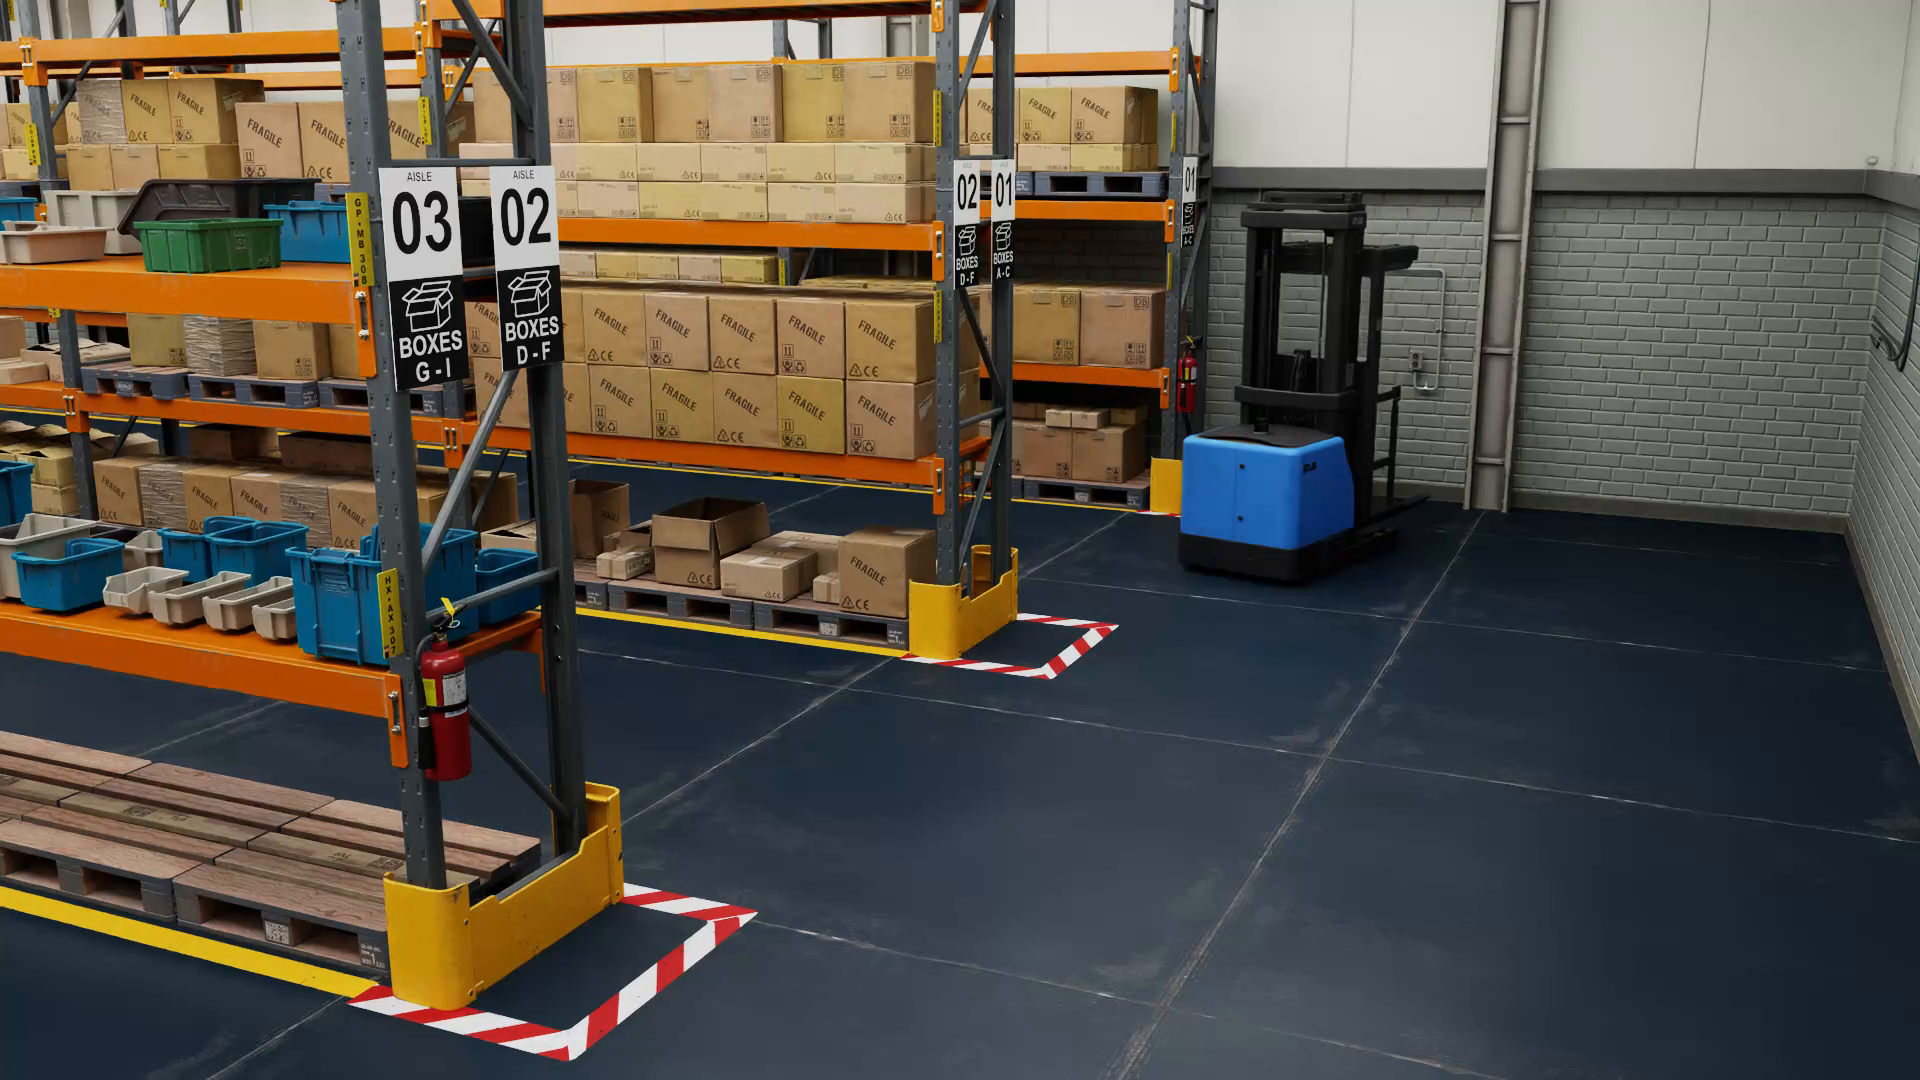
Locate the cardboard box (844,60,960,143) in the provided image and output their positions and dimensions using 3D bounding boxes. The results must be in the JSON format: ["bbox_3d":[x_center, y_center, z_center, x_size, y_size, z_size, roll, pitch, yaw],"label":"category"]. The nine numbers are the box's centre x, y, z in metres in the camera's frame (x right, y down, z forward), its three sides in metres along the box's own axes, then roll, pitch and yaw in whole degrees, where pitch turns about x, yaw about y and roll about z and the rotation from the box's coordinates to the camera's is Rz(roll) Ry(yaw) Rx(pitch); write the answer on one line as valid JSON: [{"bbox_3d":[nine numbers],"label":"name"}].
[{"bbox_3d":[-0.370,-2.838,10.809,0.500,0.500,0.700,6,14,23],"label":"cardboard box"}]

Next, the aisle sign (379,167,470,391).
[{"bbox_3d":[-1.957,-0.961,6.095,0.004,0.787,0.394,6,14,23],"label":"aisle sign"}]

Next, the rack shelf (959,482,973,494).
[{"bbox_3d":[-0.013,-0.425,14.161,0.180,0.103,0.258,6,14,23],"label":"rack shelf"}]

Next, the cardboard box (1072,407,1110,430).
[{"bbox_3d":[1.237,-1.154,15.739,0.250,0.149,0.380,6,14,23],"label":"cardboard box"}]

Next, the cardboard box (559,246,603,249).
[{"bbox_3d":[-4.214,-3.105,18.366,0.500,0.250,0.500,5,14,21],"label":"cardboard box"}]

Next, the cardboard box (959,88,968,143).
[{"bbox_3d":[-0.084,-3.993,15.689,0.500,0.500,0.500,6,14,24],"label":"cardboard box"}]

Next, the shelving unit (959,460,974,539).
[{"bbox_3d":[-0.013,-0.585,14.123,0.189,1.200,0.258,6,14,23],"label":"shelving unit"}]

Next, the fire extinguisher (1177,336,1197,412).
[{"bbox_3d":[2.060,-1.503,15.081,0.183,0.674,0.296,6,14,23],"label":"fire extinguisher"}]

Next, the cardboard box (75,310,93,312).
[{"bbox_3d":[-10.797,-2.998,20.749,0.500,0.250,0.500,6,14,24],"label":"cardboard box"}]

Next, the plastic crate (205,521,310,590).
[{"bbox_3d":[-3.200,0.075,7.603,0.300,0.233,0.416,6,14,23],"label":"plastic crate"}]

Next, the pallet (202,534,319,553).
[{"bbox_3d":[-5.430,0.010,13.752,1.213,0.211,1.003,6,14,23],"label":"pallet"}]

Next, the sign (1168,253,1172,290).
[{"bbox_3d":[1.876,-2.400,14.863,0.005,0.325,0.100,6,14,23],"label":"sign"}]

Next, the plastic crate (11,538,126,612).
[{"bbox_3d":[-3.885,0.152,7.275,0.300,0.233,0.416,6,14,23],"label":"plastic crate"}]

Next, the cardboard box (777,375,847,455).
[{"bbox_3d":[-0.890,-0.878,11.213,0.500,0.500,0.500,6,14,24],"label":"cardboard box"}]

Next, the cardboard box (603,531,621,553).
[{"bbox_3d":[-2.548,0.021,12.875,0.250,0.149,0.380,6,14,23],"label":"cardboard box"}]

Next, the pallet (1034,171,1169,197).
[{"bbox_3d":[1.426,-3.317,15.451,1.213,0.211,1.003,6,14,23],"label":"pallet"}]

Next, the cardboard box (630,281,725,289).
[{"bbox_3d":[-2.054,-1.617,12.173,0.500,0.500,0.500,6,14,24],"label":"cardboard box"}]

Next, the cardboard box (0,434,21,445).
[{"bbox_3d":[-8.725,-0.768,14.834,0.500,0.311,0.500,6,14,23],"label":"cardboard box"}]

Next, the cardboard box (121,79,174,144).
[{"bbox_3d":[-6.346,-3.445,13.397,0.500,0.500,0.500,6,14,23],"label":"cardboard box"}]

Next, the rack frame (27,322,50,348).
[{"bbox_3d":[-12.520,-3.313,21.809,0.127,3.000,1.000,6,14,23],"label":"rack frame"}]

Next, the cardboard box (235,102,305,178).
[{"bbox_3d":[-5.203,-3.115,13.041,0.600,0.600,0.600,5,14,21],"label":"cardboard box"}]

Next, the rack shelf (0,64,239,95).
[{"bbox_3d":[-10.691,-5.697,20.418,4.000,0.370,1.077,6,14,23],"label":"rack shelf"}]

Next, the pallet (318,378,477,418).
[{"bbox_3d":[-4.238,-1.171,13.101,1.213,0.211,1.003,6,14,23],"label":"pallet"}]

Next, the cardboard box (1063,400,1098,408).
[{"bbox_3d":[1.160,-1.257,16.178,0.250,0.149,0.380,6,14,23],"label":"cardboard box"}]

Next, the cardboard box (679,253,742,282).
[{"bbox_3d":[-2.542,-2.810,17.111,0.500,0.250,0.500,6,15,24],"label":"cardboard box"}]

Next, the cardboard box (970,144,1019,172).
[{"bbox_3d":[0.378,-3.581,15.573,0.500,0.250,0.500,5,14,22],"label":"cardboard box"}]

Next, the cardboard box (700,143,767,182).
[{"bbox_3d":[-1.380,-2.516,11.079,0.500,0.250,0.500,6,14,23],"label":"cardboard box"}]

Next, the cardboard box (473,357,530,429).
[{"bbox_3d":[-3.196,-1.113,12.211,0.500,0.500,0.500,6,15,25],"label":"cardboard box"}]

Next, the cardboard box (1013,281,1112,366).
[{"bbox_3d":[0.969,-2.089,15.935,0.700,0.700,0.980,6,14,23],"label":"cardboard box"}]

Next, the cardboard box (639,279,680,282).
[{"bbox_3d":[-2.999,-2.490,17.385,0.500,0.500,0.500,6,14,23],"label":"cardboard box"}]

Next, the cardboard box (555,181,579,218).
[{"bbox_3d":[-2.751,-2.412,11.728,0.500,0.250,0.500,6,14,23],"label":"cardboard box"}]

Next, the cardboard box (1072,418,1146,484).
[{"bbox_3d":[1.428,-0.864,15.924,0.500,0.500,0.700,6,14,23],"label":"cardboard box"}]

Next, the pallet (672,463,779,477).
[{"bbox_3d":[-2.284,-0.901,17.633,1.213,0.211,1.003,6,14,23],"label":"pallet"}]

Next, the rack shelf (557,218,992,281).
[{"bbox_3d":[-1.723,-2.093,11.617,4.000,0.370,1.077,6,14,23],"label":"rack shelf"}]

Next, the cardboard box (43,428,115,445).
[{"bbox_3d":[-8.052,-0.834,15.113,0.500,0.311,0.500,5,14,22],"label":"cardboard box"}]

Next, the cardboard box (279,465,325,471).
[{"bbox_3d":[-5.303,-0.403,13.913,0.500,0.500,0.500,5,14,21],"label":"cardboard box"}]

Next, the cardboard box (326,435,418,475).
[{"bbox_3d":[-4.809,-0.719,13.618,0.500,0.250,0.500,6,14,23],"label":"cardboard box"}]

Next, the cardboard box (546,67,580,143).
[{"bbox_3d":[-2.691,-3.051,11.717,0.500,0.500,0.700,6,14,23],"label":"cardboard box"}]

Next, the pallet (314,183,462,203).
[{"bbox_3d":[-4.119,-2.612,12.665,1.003,0.211,1.213,6,14,23],"label":"pallet"}]

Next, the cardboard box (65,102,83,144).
[{"bbox_3d":[-10.418,-5.033,20.121,0.500,0.500,0.500,5,14,21],"label":"cardboard box"}]

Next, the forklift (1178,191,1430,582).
[{"bbox_3d":[3.037,-1.385,13.743,1.130,2.935,3.031,10,17,37],"label":"forklift"}]

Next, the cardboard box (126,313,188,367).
[{"bbox_3d":[-6.587,-1.757,14.036,0.500,0.500,0.700,1,13,4],"label":"cardboard box"}]

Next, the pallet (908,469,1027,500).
[{"bbox_3d":[0.235,-0.646,16.547,1.213,0.211,1.003,6,14,23],"label":"pallet"}]

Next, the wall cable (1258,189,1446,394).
[{"bbox_3d":[3.663,-2.407,15.721,1.851,1.984,0.084,6,14,23],"label":"wall cable"}]

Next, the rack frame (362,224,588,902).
[{"bbox_3d":[-1.904,0.236,6.681,0.127,3.000,1.000,6,14,23],"label":"rack frame"}]

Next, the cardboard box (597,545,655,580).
[{"bbox_3d":[-2.460,0.159,12.249,0.250,0.166,0.380,6,14,23],"label":"cardboard box"}]

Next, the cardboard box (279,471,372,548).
[{"bbox_3d":[-5.025,-0.245,13.242,0.500,0.500,0.500,6,14,24],"label":"cardboard box"}]

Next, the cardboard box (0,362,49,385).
[{"bbox_3d":[-8.143,-1.441,14.381,0.250,0.149,0.380,6,14,23],"label":"cardboard box"}]

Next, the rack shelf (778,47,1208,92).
[{"bbox_3d":[0.280,-4.394,15.731,4.000,0.370,1.077,6,14,23],"label":"rack shelf"}]

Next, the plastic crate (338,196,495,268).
[{"bbox_3d":[-2.143,-1.254,6.754,0.590,0.269,0.497,6,14,23],"label":"plastic crate"}]

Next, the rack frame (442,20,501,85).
[{"bbox_3d":[-5.205,-5.494,17.969,0.127,3.000,1.000,6,14,23],"label":"rack frame"}]

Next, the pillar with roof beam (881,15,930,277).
[{"bbox_3d":[-2.302,-4.340,13.054,0.400,9.000,9.100,6,14,23],"label":"pillar with roof beam"}]

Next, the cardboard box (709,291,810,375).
[{"bbox_3d":[-1.351,-1.411,11.293,0.500,0.500,0.500,6,15,25],"label":"cardboard box"}]

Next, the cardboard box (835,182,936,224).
[{"bbox_3d":[-0.471,-2.178,10.731,0.500,0.250,0.500,6,14,23],"label":"cardboard box"}]

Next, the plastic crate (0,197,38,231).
[{"bbox_3d":[-4.599,-1.495,7.860,0.300,0.233,0.416,6,14,23],"label":"plastic crate"}]

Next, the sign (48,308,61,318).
[{"bbox_3d":[-7.430,-1.986,13.616,0.005,0.325,0.100,6,14,23],"label":"sign"}]

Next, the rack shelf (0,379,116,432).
[{"bbox_3d":[-9.037,-1.373,15.114,4.000,0.370,1.077,6,14,23],"label":"rack shelf"}]

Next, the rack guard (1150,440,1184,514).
[{"bbox_3d":[2.131,-0.614,15.776,0.348,0.500,1.175,6,14,23],"label":"rack guard"}]

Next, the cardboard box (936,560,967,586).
[{"bbox_3d":[-0.138,0.265,11.835,0.250,0.149,0.380,6,14,23],"label":"cardboard box"}]
